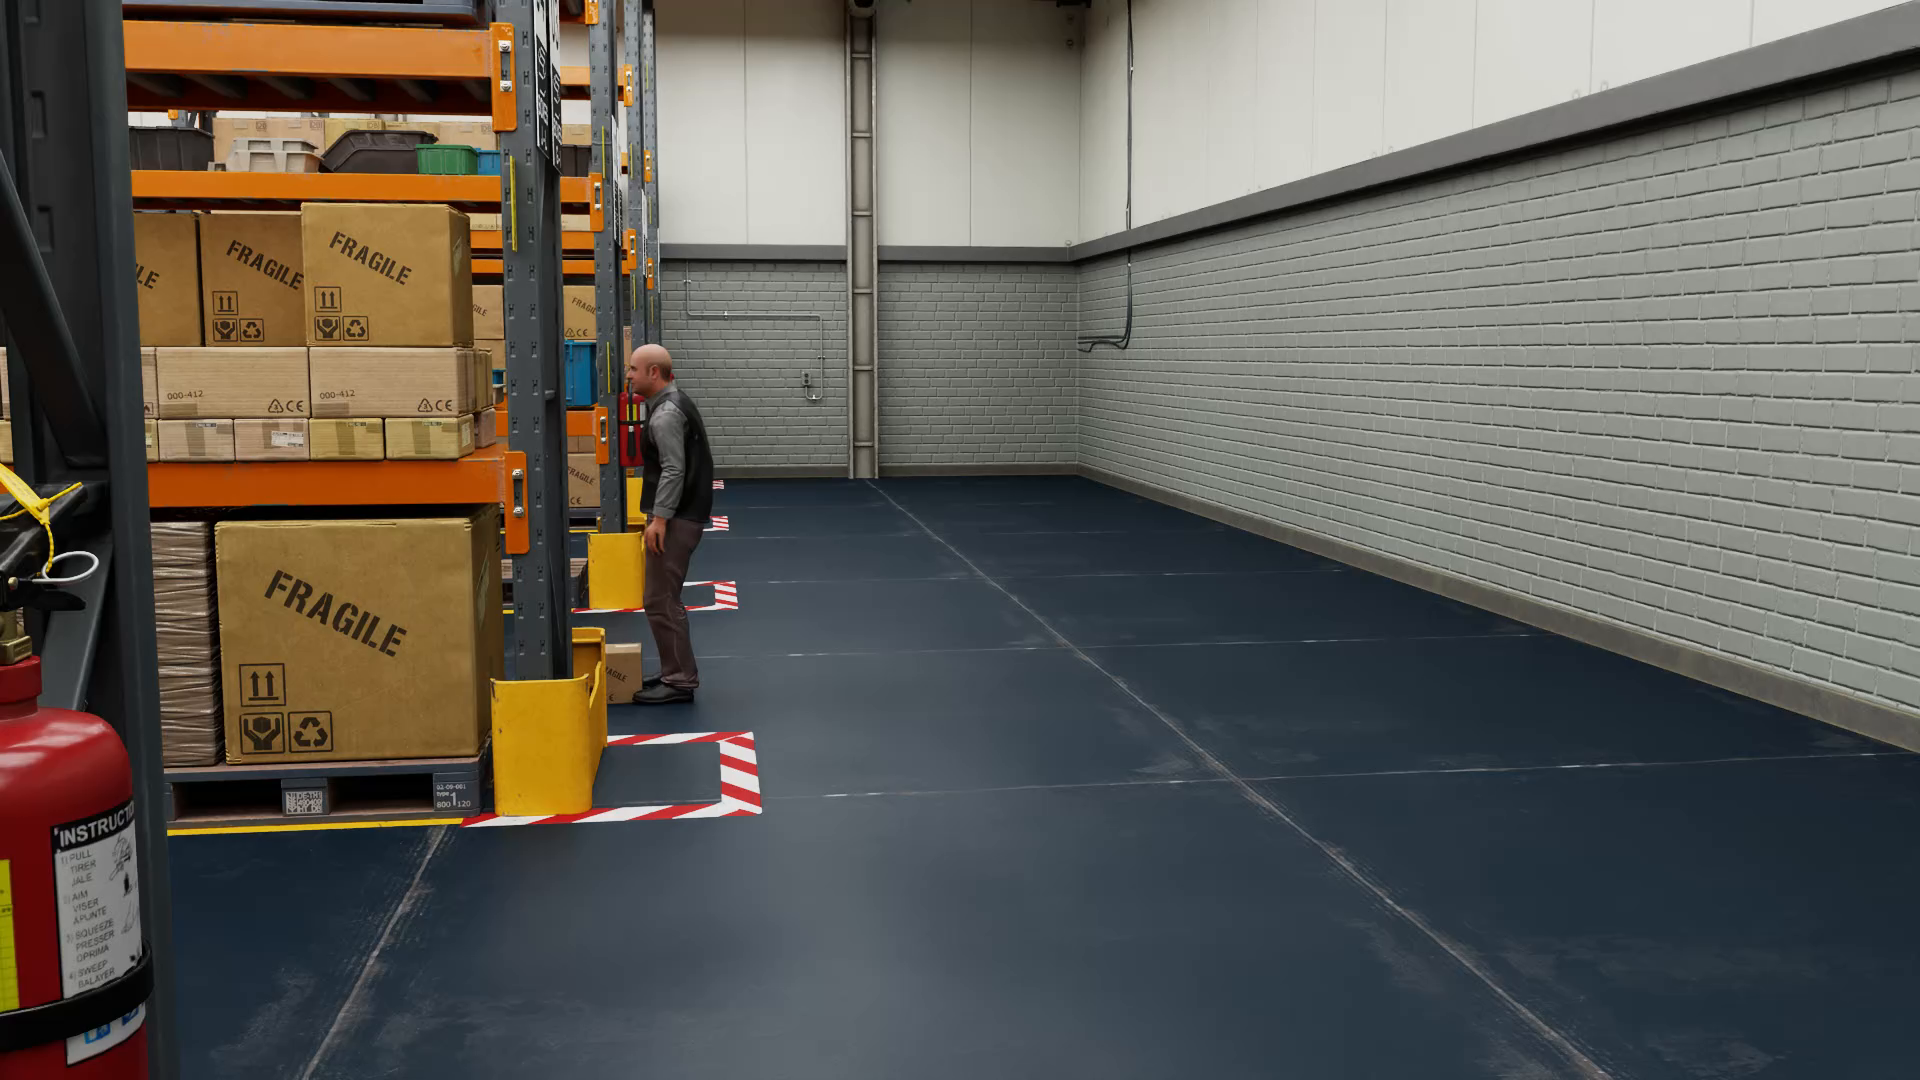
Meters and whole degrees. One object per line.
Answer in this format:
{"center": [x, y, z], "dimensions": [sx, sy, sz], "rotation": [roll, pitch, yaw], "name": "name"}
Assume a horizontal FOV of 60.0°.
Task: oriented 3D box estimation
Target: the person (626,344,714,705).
{"center": [-1.403, -0.086, 8.081], "dimensions": [0.419, 1.721, 0.581], "rotation": [-1, 7, -8], "name": "person"}
